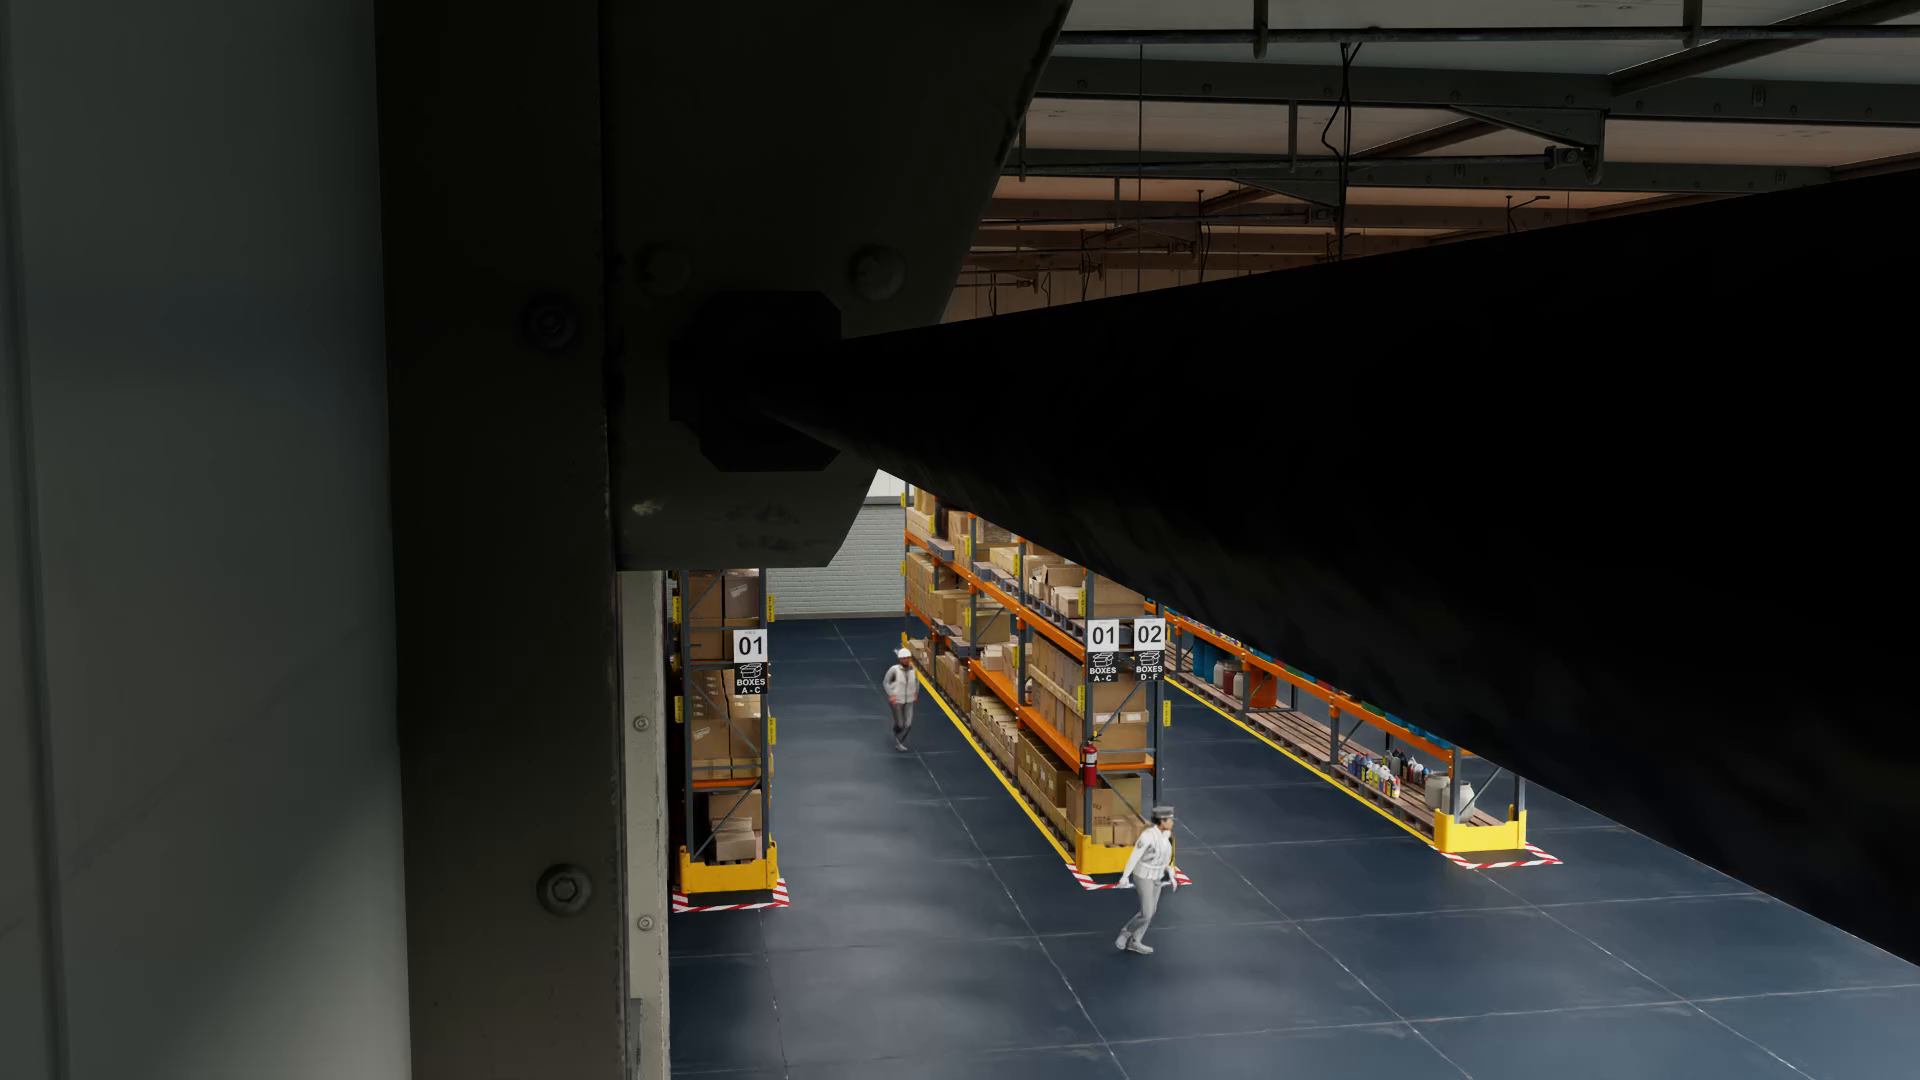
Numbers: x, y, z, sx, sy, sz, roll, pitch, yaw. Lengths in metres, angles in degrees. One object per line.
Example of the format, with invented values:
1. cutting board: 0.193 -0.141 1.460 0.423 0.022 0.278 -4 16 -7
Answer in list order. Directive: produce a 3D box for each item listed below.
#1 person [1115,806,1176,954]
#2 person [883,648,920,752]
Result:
1. person: 2.027 3.671 17.969 0.541 1.634 0.632 5 8 41
2. person: -0.973 2.632 27.560 0.657 1.714 0.572 -2 6 -21
